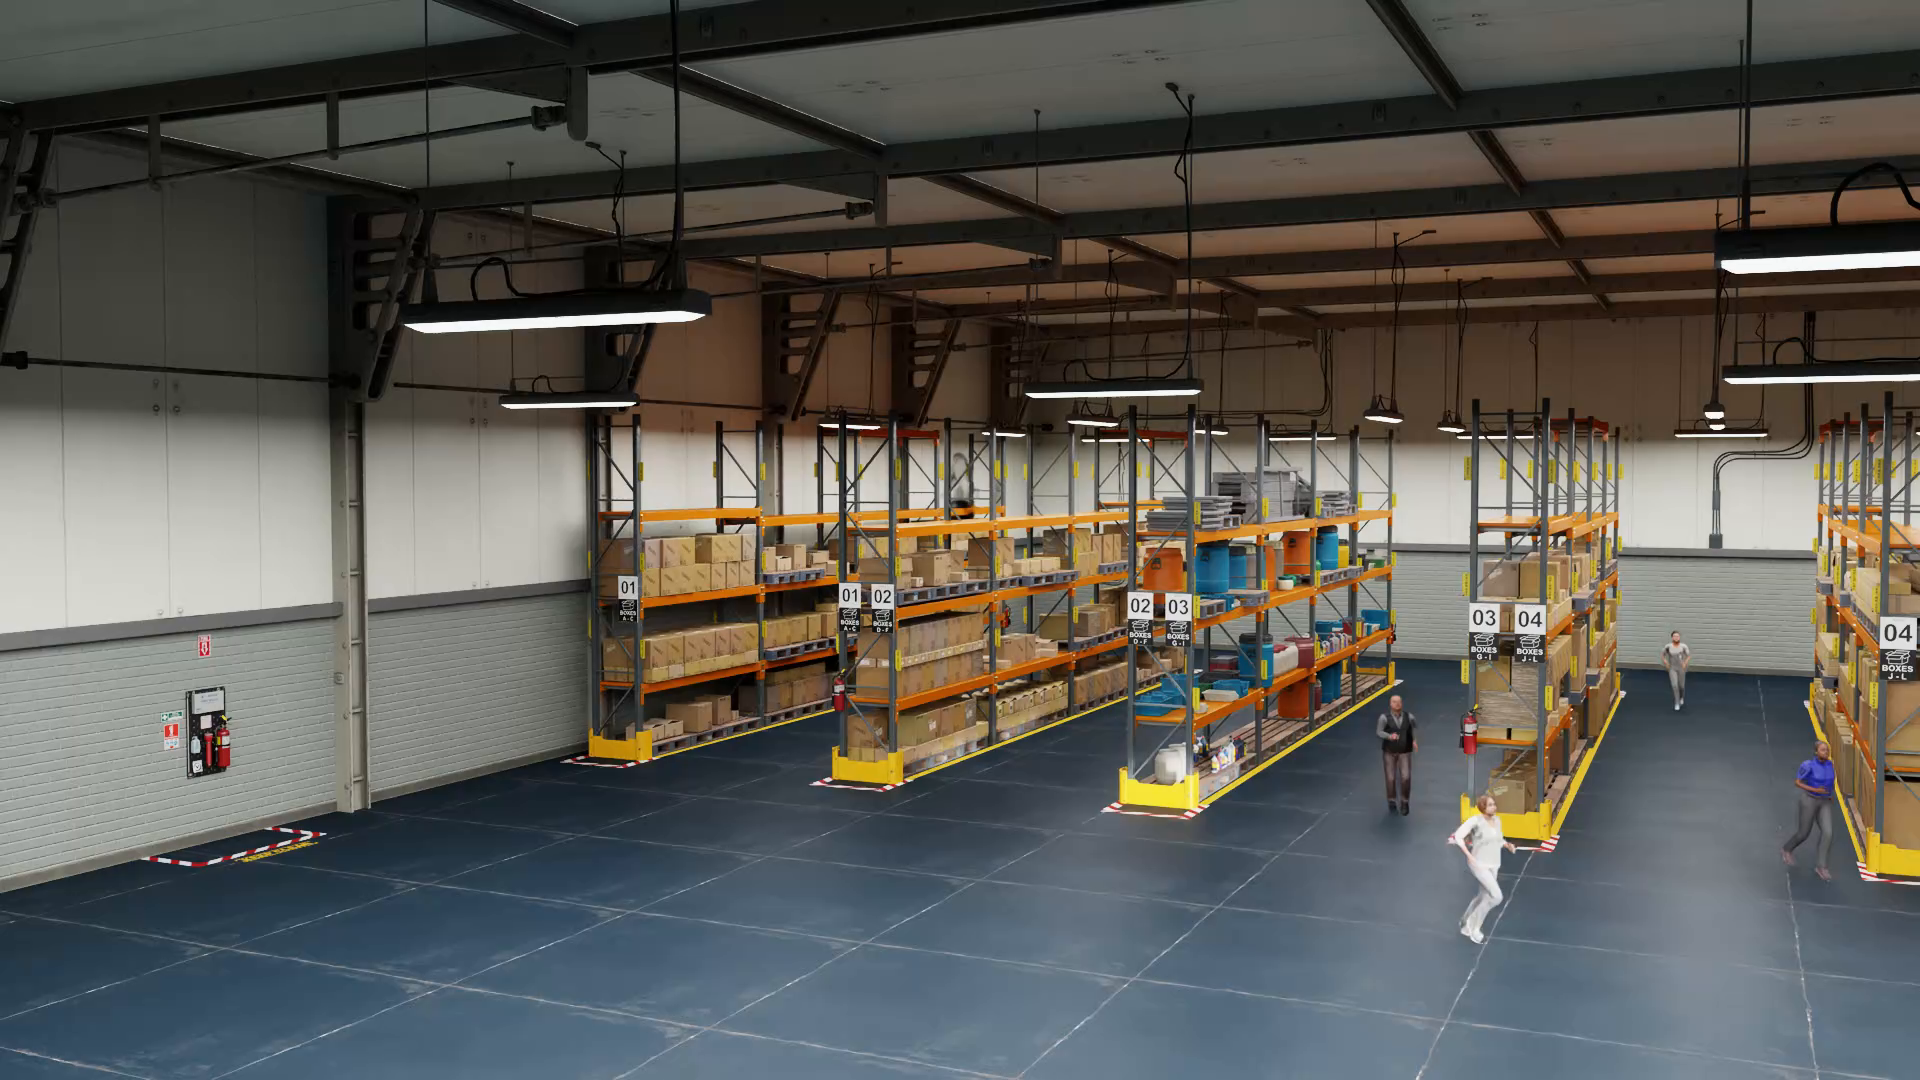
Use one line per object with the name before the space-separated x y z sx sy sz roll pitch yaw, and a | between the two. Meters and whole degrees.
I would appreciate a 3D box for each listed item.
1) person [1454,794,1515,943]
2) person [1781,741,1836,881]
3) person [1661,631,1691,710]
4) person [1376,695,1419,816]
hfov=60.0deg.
person | 5.588 3.480 17.632 0.512 1.578 0.631 -2 3 -33
person | 10.654 3.327 20.720 0.593 1.682 0.845 0 2 -6
person | 15.110 2.742 35.121 0.581 1.649 0.685 1 3 21
person | 6.401 3.146 24.313 0.626 1.747 0.714 0 2 12
